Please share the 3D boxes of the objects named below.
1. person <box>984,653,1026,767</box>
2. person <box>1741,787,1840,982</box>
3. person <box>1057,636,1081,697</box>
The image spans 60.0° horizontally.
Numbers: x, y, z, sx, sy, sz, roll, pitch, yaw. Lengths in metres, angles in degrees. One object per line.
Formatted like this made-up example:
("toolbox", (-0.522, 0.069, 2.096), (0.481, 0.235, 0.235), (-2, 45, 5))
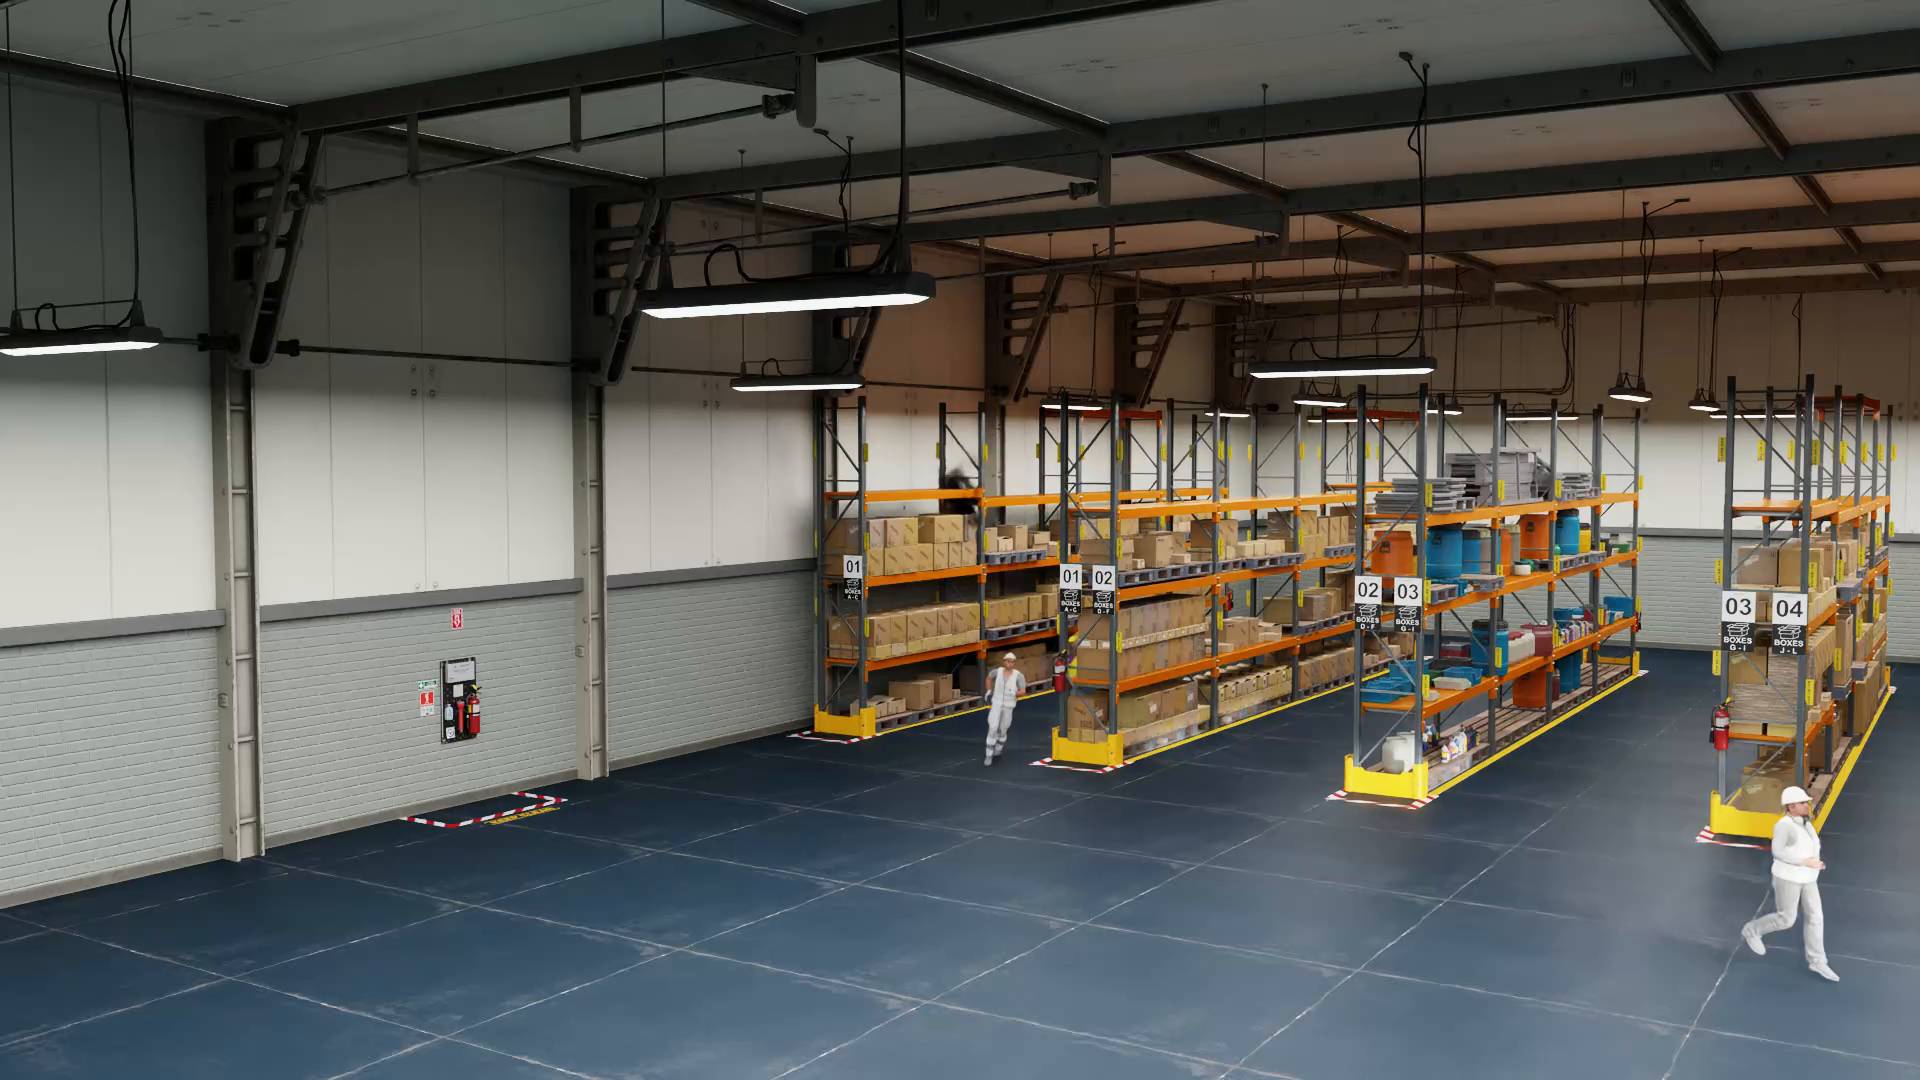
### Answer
("person", (0.731, 2.700, 26.879), (0.677, 1.784, 0.904), (0, 3, 3))
("person", (8.040, 3.270, 16.061), (0.676, 1.793, 0.935), (-2, 4, -33))
("person", (2.005, 2.575, 29.606), (0.687, 1.743, 0.768), (1, 3, 23))
